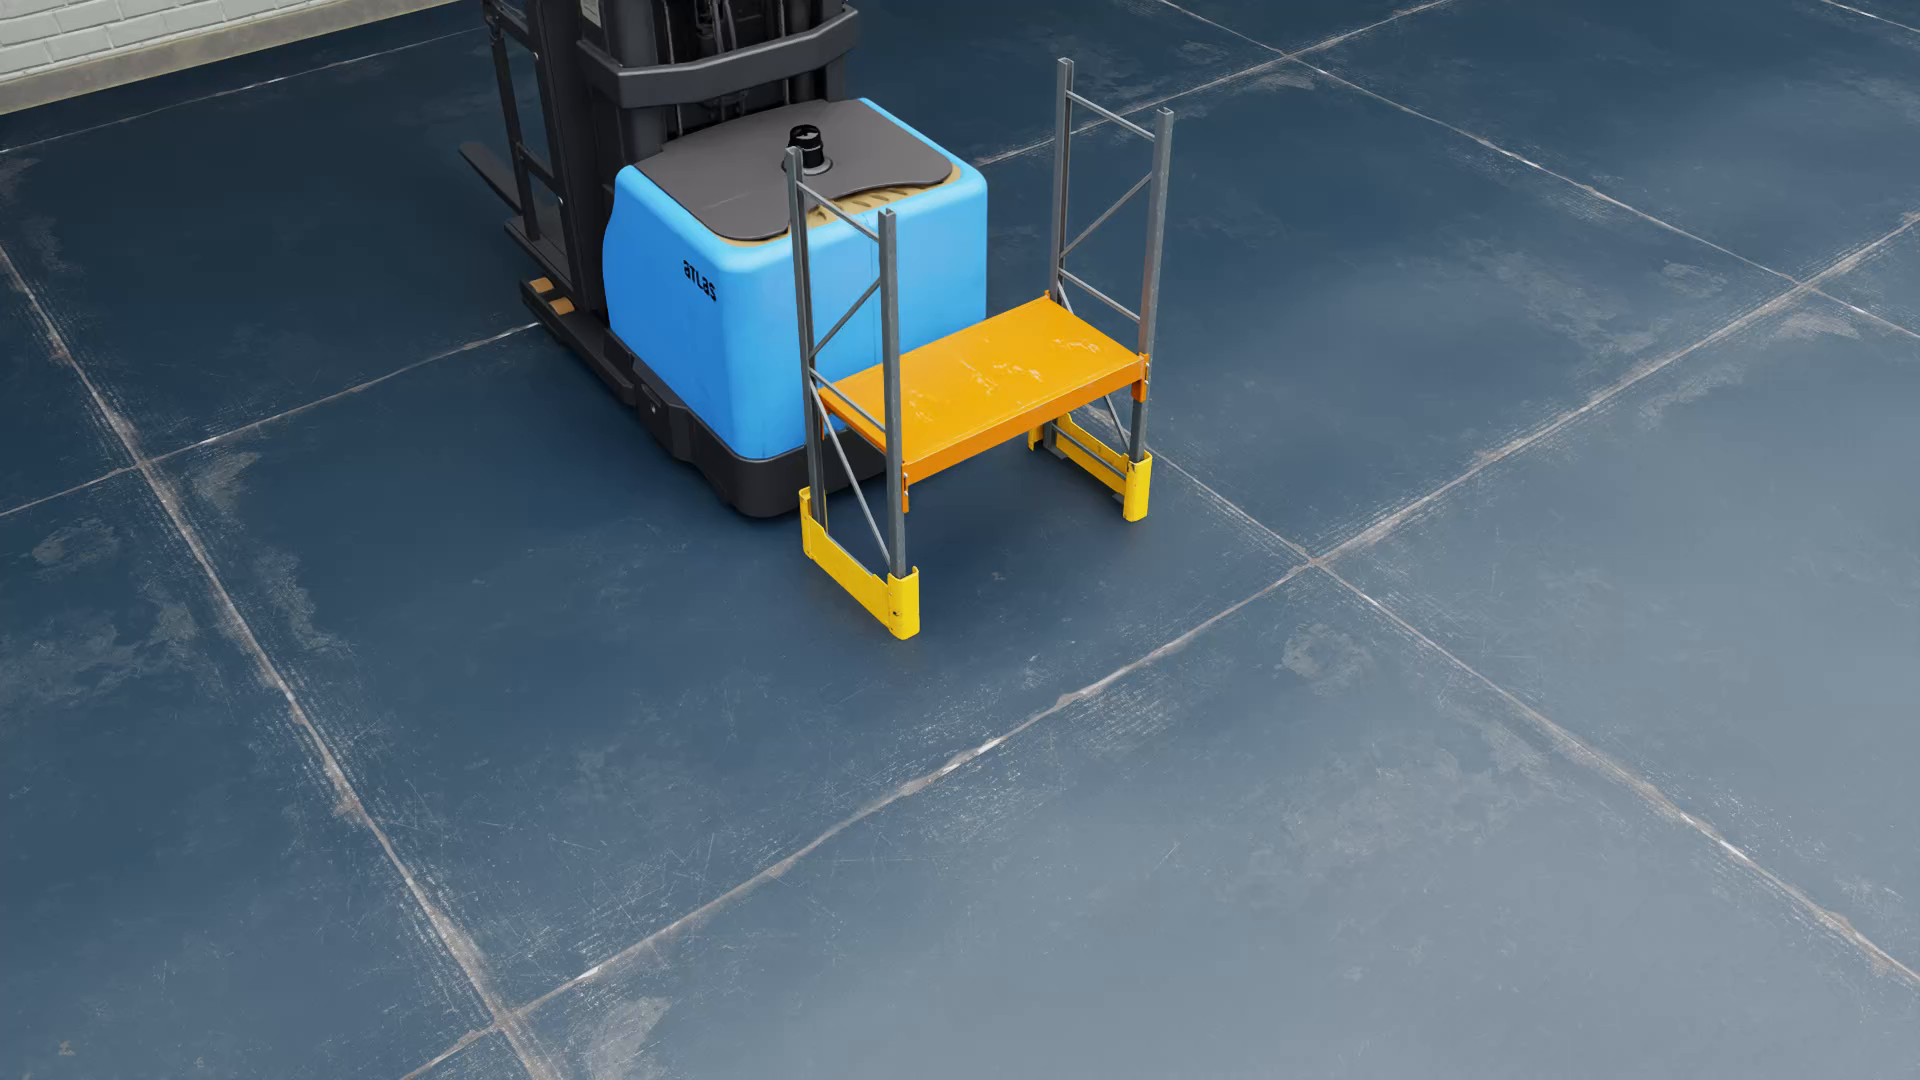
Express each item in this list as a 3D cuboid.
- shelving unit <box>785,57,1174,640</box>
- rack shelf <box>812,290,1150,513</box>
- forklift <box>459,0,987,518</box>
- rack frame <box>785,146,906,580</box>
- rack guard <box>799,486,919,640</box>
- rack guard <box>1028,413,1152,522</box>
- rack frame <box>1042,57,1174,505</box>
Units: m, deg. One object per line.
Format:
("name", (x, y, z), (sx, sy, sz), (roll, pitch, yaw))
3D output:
("shelving unit", (0.060, -0.609, 5.310), (1.083, 1.500, 0.587), (-26, 46, -28))
("rack shelf", (0.068, -0.474, 5.429), (1.000, 0.185, 0.538), (-26, 46, -28))
("forklift", (-1.149, -2.104, 6.004), (1.130, 2.935, 3.031), (-24, 45, -26))
("rack frame", (-0.335, -0.416, 5.075), (0.032, 1.500, 0.500), (-26, 46, -28))
("rack guard", (-0.334, 0.066, 5.472), (0.087, 0.250, 0.587), (-26, 46, -28))
("rack guard", (0.455, -0.319, 5.941), (0.087, 0.250, 0.587), (-26, 46, -28))
("rack frame", (0.471, -0.809, 5.554), (0.032, 1.500, 0.500), (-26, 46, -28))
